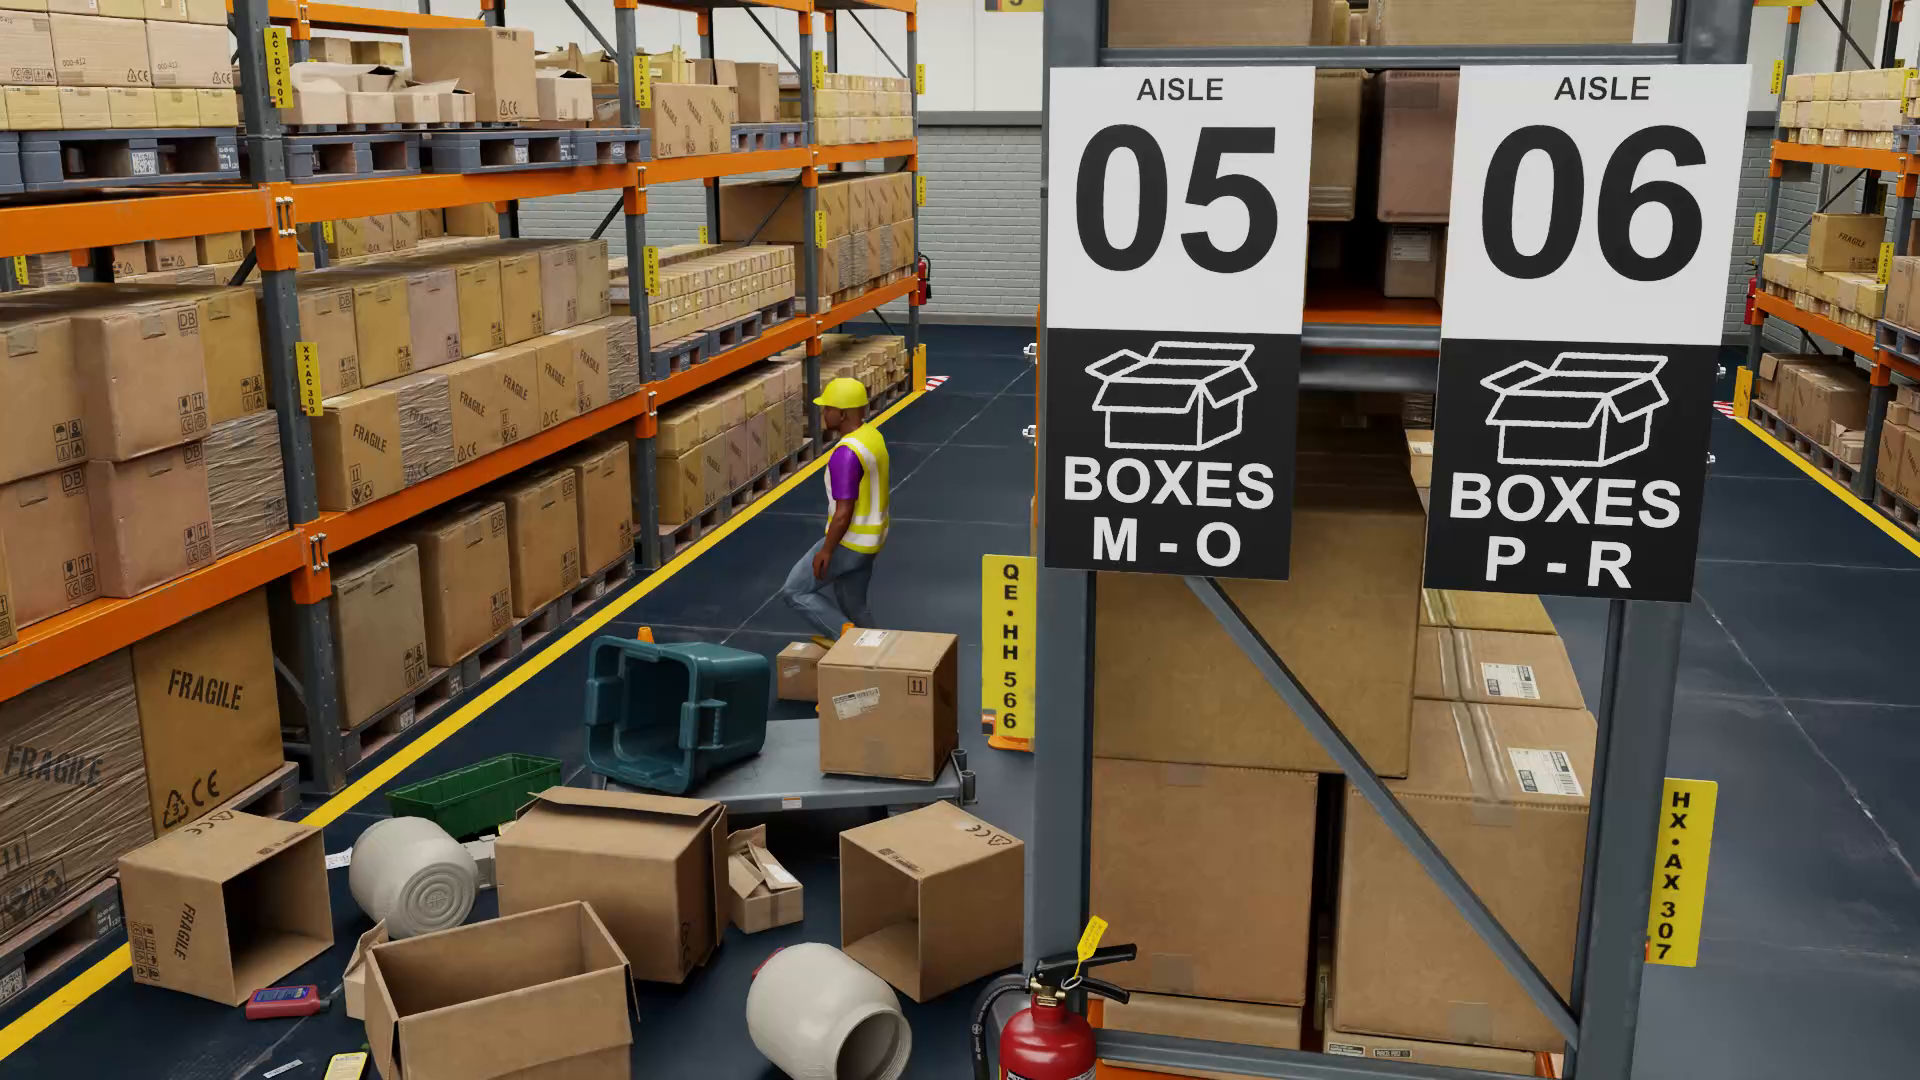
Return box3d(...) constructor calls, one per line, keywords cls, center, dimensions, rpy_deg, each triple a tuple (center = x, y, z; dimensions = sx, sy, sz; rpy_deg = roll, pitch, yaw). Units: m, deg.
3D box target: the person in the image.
box3d(cls="person", center=(-0.652, 0.000, 8.969), dimensions=(0.550, 1.764, 0.632), rpy_deg=(3, 15, 10))
